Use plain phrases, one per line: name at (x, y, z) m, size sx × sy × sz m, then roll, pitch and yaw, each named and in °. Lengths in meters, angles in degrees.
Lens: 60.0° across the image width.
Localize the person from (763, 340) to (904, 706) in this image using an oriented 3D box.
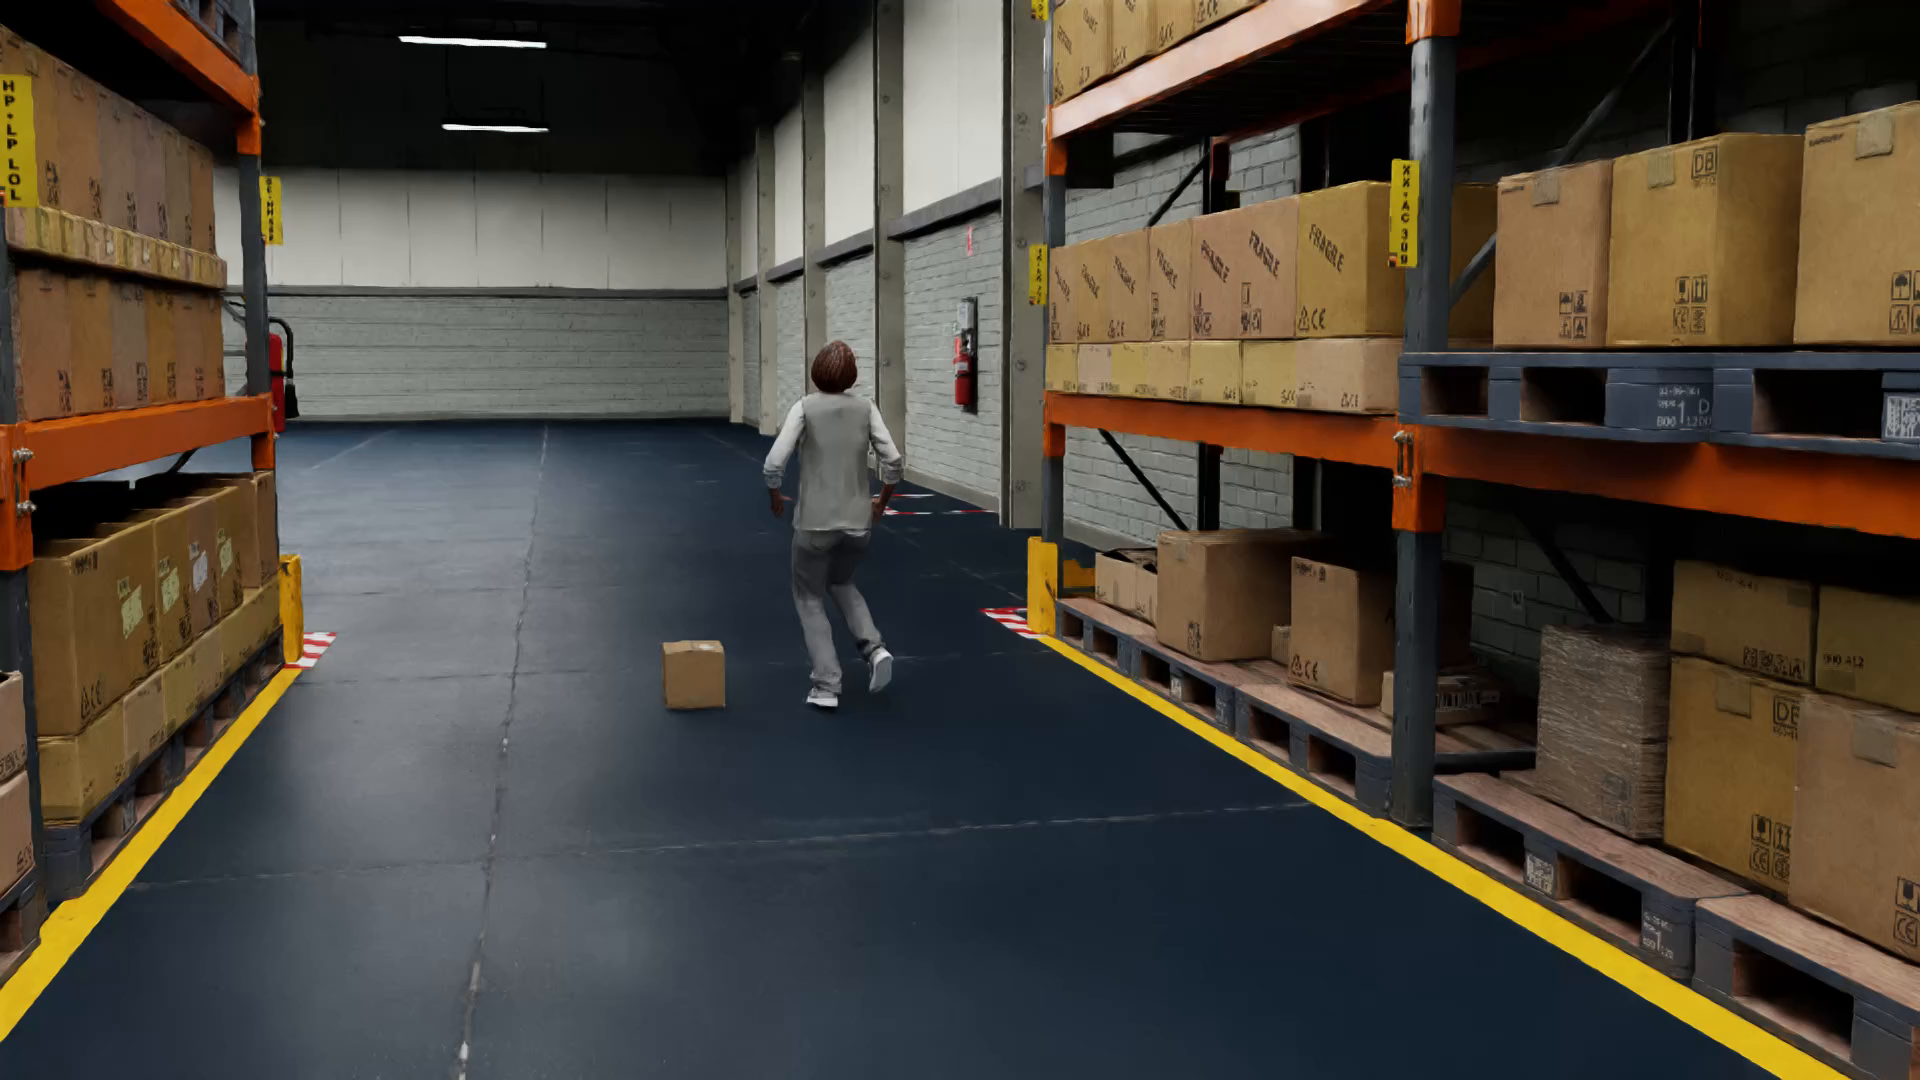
person at (-0.578, -0.063, 7.099) m, size 0.579 × 1.567 × 0.442 m, roll -4°, pitch 7°, yaw -29°
